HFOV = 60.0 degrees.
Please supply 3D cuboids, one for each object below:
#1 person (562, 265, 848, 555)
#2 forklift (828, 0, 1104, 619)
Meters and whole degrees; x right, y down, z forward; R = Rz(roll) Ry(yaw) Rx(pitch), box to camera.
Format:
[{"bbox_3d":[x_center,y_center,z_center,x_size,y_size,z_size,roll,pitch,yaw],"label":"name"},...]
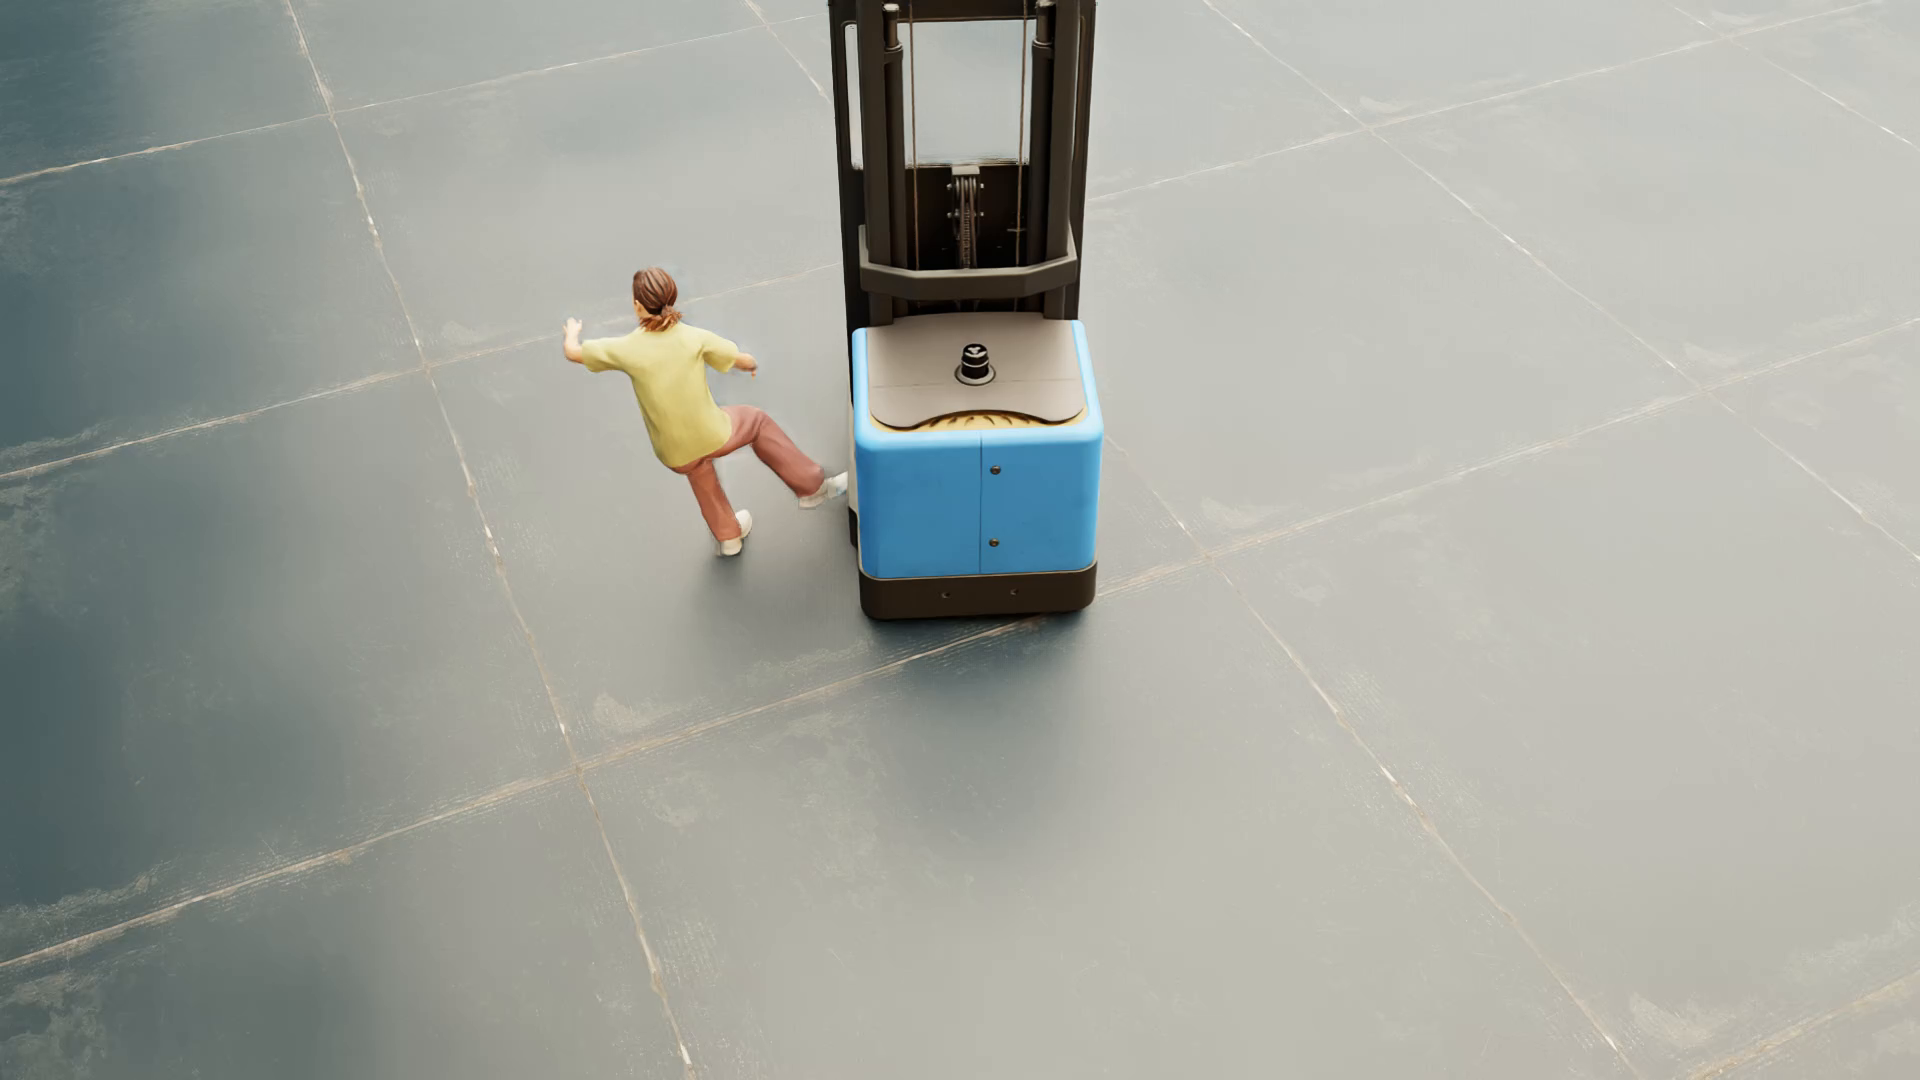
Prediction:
[{"bbox_3d":[-1.117,-0.653,7.491,1.197,1.429,0.812,-13,44,-13],"label":"person"},{"bbox_3d":[-0.007,-1.719,7.522,1.130,2.935,3.031,-2,43,-3],"label":"forklift"}]
